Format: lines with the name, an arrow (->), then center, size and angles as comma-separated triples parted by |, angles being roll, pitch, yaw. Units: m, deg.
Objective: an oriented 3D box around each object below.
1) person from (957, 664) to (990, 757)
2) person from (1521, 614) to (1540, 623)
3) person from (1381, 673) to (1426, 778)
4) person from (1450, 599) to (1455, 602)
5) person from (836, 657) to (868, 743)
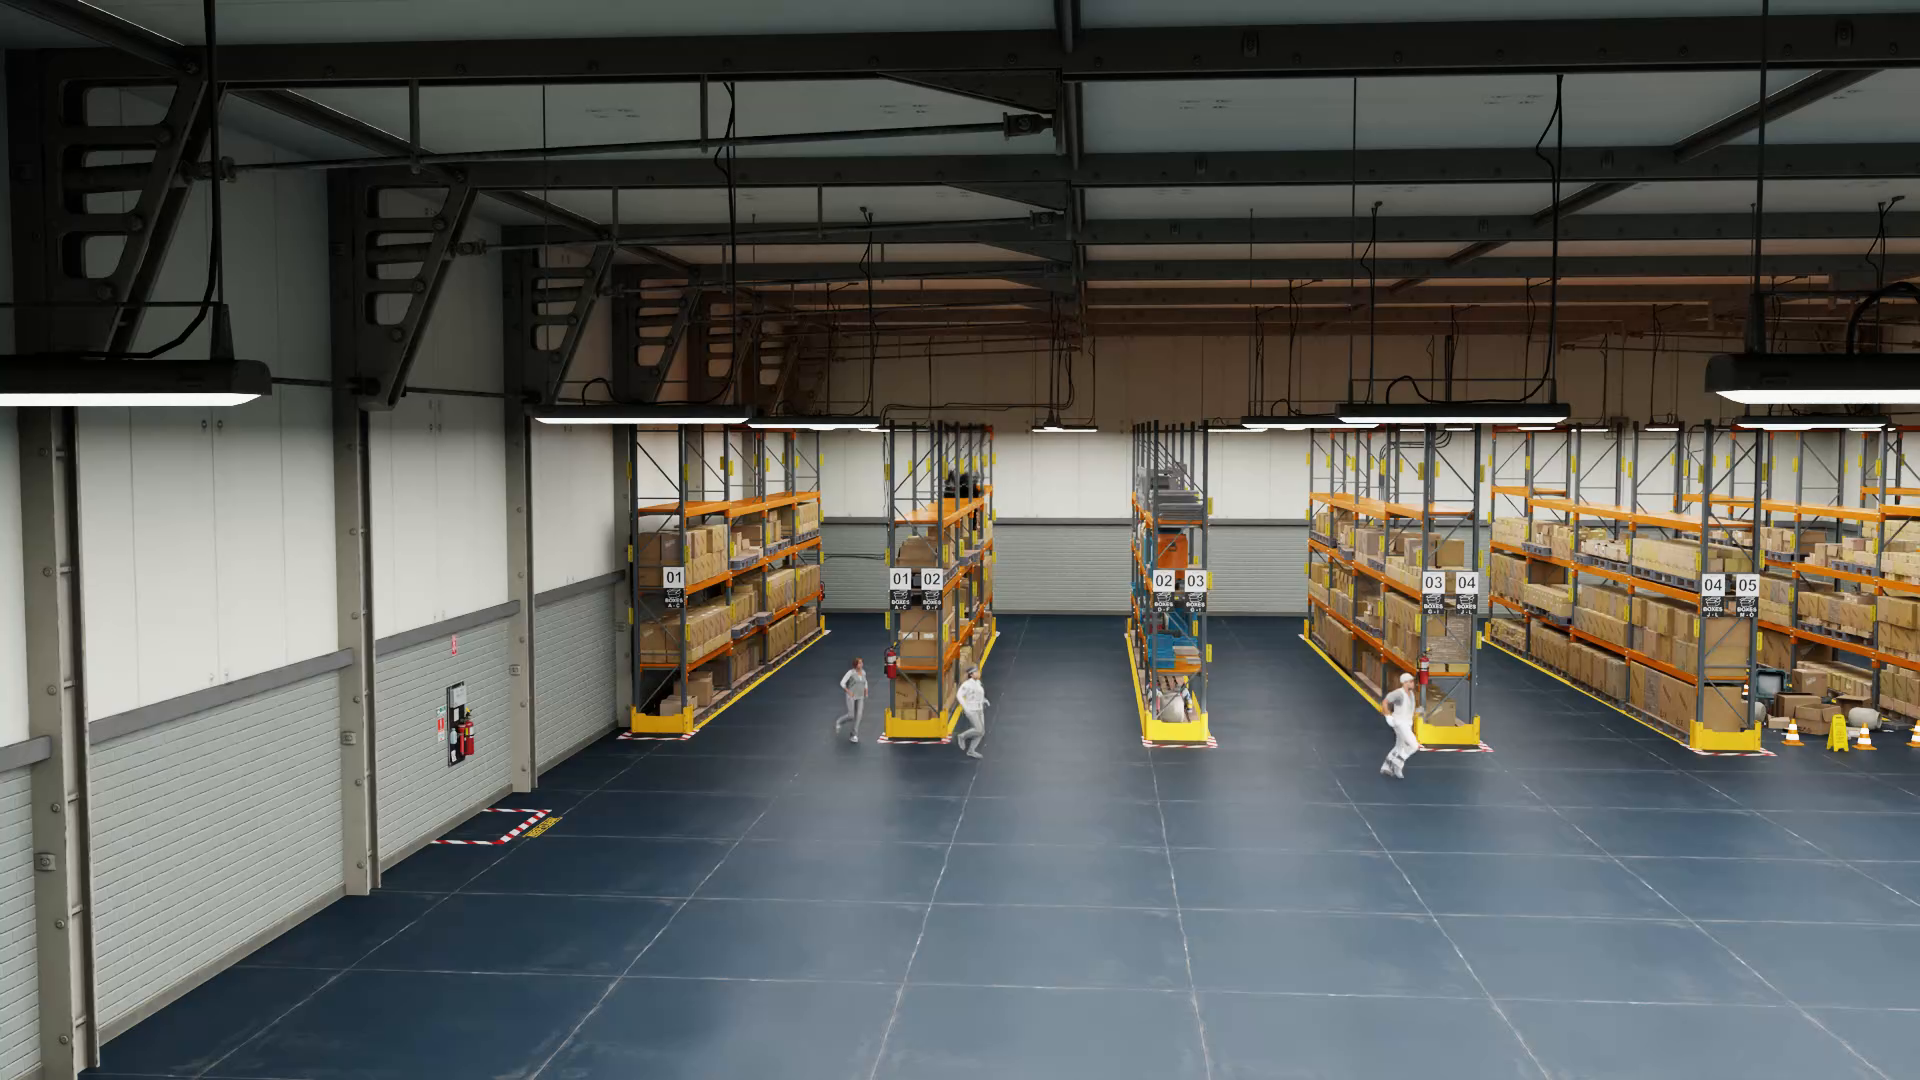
person -> 0.259, 3.029, 29.535 | 0.491, 1.659, 0.668 | 3, 4, 36
person -> 16.340, 1.896, 47.553 | 0.557, 1.651, 0.574 | 0, 4, 4
person -> 7.364, 3.084, 27.629 | 0.735, 1.751, 0.647 | 3, 5, 39
person -> 13.045, 1.967, 44.995 | 0.702, 1.751, 0.990 | 0, 4, 0
person -> -1.956, 2.976, 31.212 | 0.602, 1.545, 0.742 | -2, 4, -34
